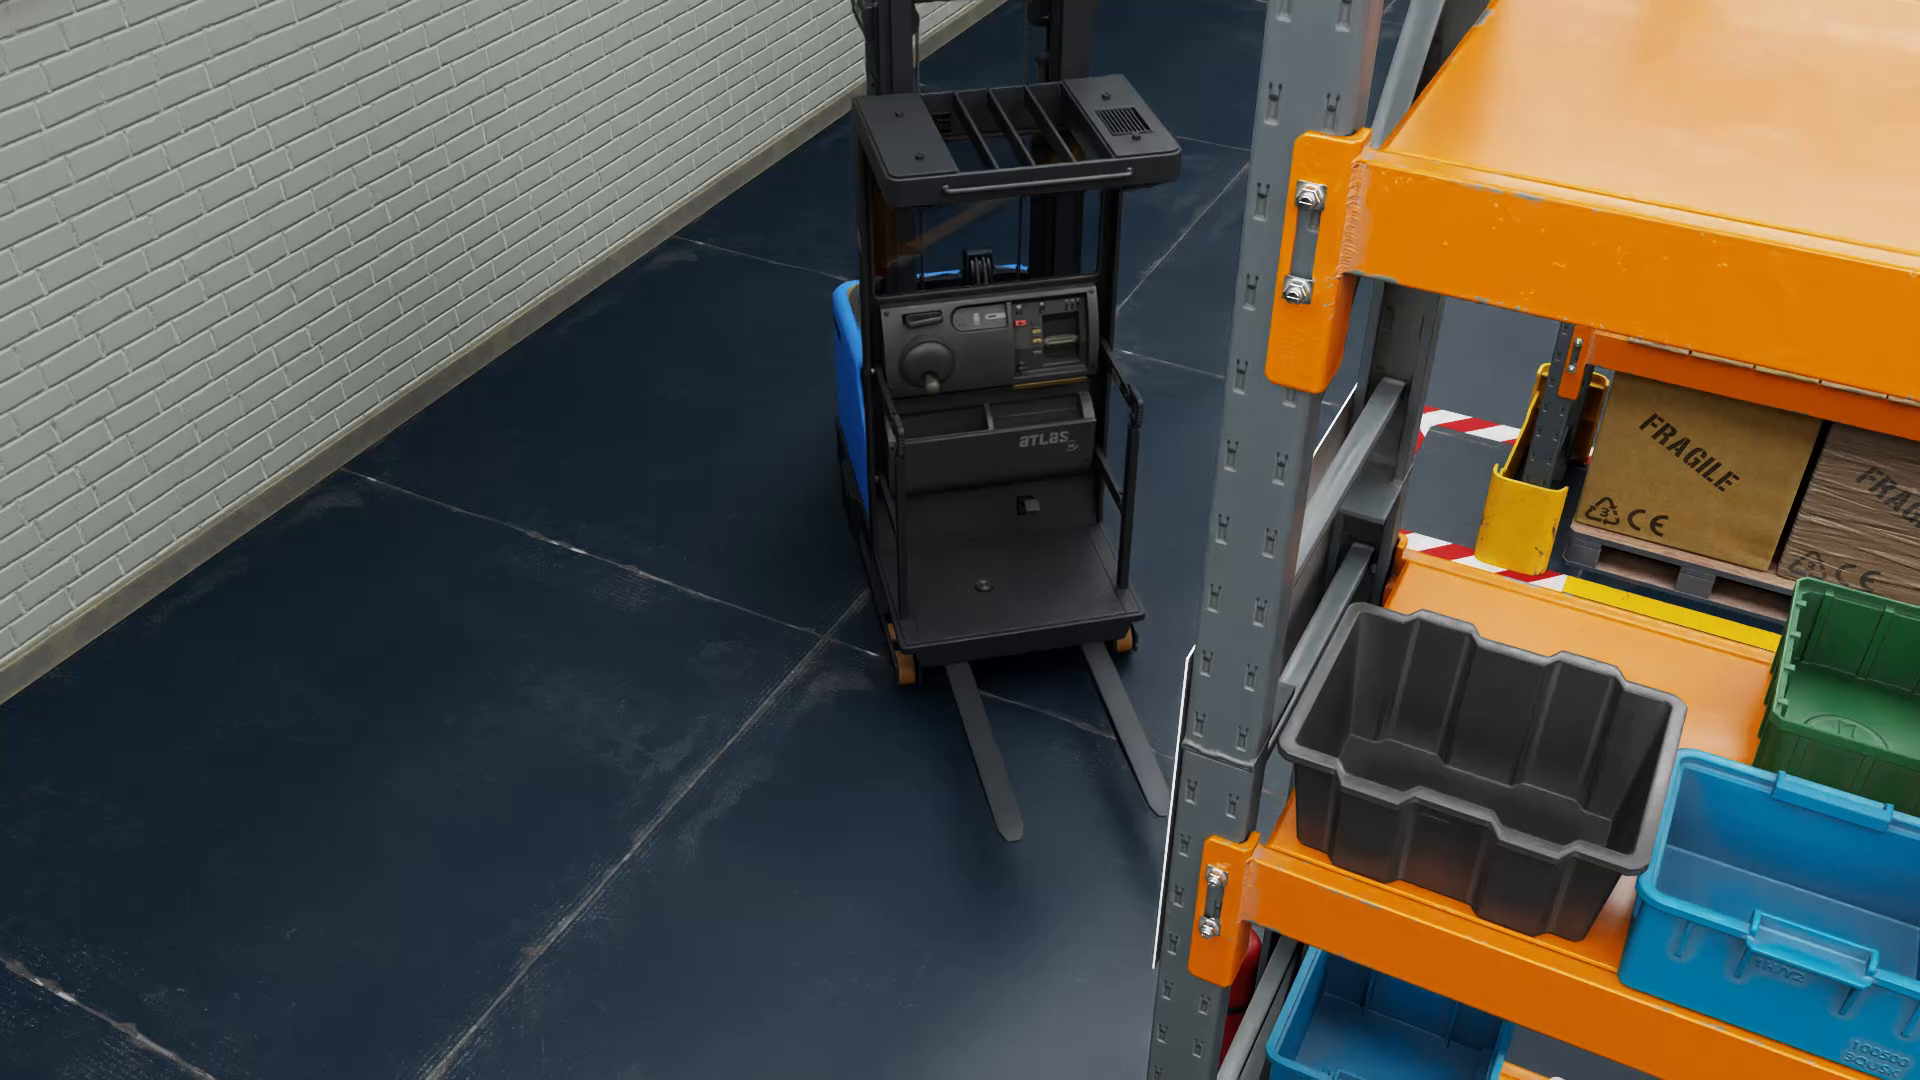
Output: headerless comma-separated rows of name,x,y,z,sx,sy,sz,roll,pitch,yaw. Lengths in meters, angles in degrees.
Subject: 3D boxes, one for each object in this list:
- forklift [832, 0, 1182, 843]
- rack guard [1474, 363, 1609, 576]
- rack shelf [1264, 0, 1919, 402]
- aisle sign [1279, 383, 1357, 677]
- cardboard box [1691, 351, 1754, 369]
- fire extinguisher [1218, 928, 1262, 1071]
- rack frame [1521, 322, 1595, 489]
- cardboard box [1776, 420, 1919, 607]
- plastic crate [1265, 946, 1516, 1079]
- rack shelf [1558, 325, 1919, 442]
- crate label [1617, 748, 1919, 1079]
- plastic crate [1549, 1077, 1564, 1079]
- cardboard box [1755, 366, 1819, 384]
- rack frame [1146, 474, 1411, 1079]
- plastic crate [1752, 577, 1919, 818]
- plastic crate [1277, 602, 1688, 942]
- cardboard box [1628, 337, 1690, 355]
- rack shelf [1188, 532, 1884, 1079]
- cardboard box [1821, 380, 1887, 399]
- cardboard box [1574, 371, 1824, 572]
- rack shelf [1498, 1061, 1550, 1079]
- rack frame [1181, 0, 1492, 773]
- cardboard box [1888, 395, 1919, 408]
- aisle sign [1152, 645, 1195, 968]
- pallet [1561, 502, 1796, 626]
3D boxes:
forklift,0.179,-0.772,6.843,1.130,2.935,3.031,-8,38,-10
rack guard,2.918,-0.372,8.327,0.348,0.500,1.175,17,41,21
rack shelf,2.438,-0.090,1.851,4.000,0.370,1.077,17,41,21
aisle sign,0.733,0.085,3.507,0.004,0.787,0.394,17,41,21
cardboard box,3.331,-0.915,7.182,0.250,0.149,0.380,17,40,21
fire extinguisher,0.737,1.191,4.572,0.183,0.674,0.296,17,41,21
rack frame,2.939,-1.361,7.562,0.127,3.000,1.000,17,41,21
cardboard box,4.353,-0.294,7.567,0.875,0.875,0.875,17,41,21
plastic crate,1.045,1.253,4.040,0.499,0.435,0.616,17,41,21
rack shelf,4.715,-0.519,7.047,4.000,0.370,1.077,17,41,21
crate label,1.332,0.592,2.631,0.502,0.251,0.408,17,41,21
plastic crate,1.469,1.509,3.950,0.243,0.136,0.396,17,41,21
cardboard box,3.559,-0.844,7.088,0.250,0.149,0.380,16,40,20
rack frame,0.662,1.298,4.059,0.127,3.000,1.000,17,41,21
plastic crate,1.669,0.309,3.057,0.336,0.188,0.450,17,41,21
plastic crate,0.875,0.412,2.854,0.590,0.269,0.497,17,41,21
cardboard box,3.103,-0.985,7.275,0.250,0.149,0.380,18,41,22
rack shelf,2.438,0.946,2.637,4.000,0.370,1.077,17,41,21
cardboard box,3.791,-0.772,6.994,0.250,0.149,0.380,17,40,21
cardboard box,3.545,-0.547,7.900,0.875,0.875,0.875,17,41,21
rack shelf,2.438,2.141,3.544,4.000,0.370,1.077,17,41,21
rack frame,0.662,-1.092,2.245,0.127,3.000,1.000,17,41,21
cardboard box,4.016,-0.701,6.900,0.250,0.149,0.380,17,40,21
aisle sign,0.461,0.402,3.089,0.004,0.787,0.394,17,41,21
pallet,3.685,-0.070,8.168,1.213,0.211,1.003,17,41,21
